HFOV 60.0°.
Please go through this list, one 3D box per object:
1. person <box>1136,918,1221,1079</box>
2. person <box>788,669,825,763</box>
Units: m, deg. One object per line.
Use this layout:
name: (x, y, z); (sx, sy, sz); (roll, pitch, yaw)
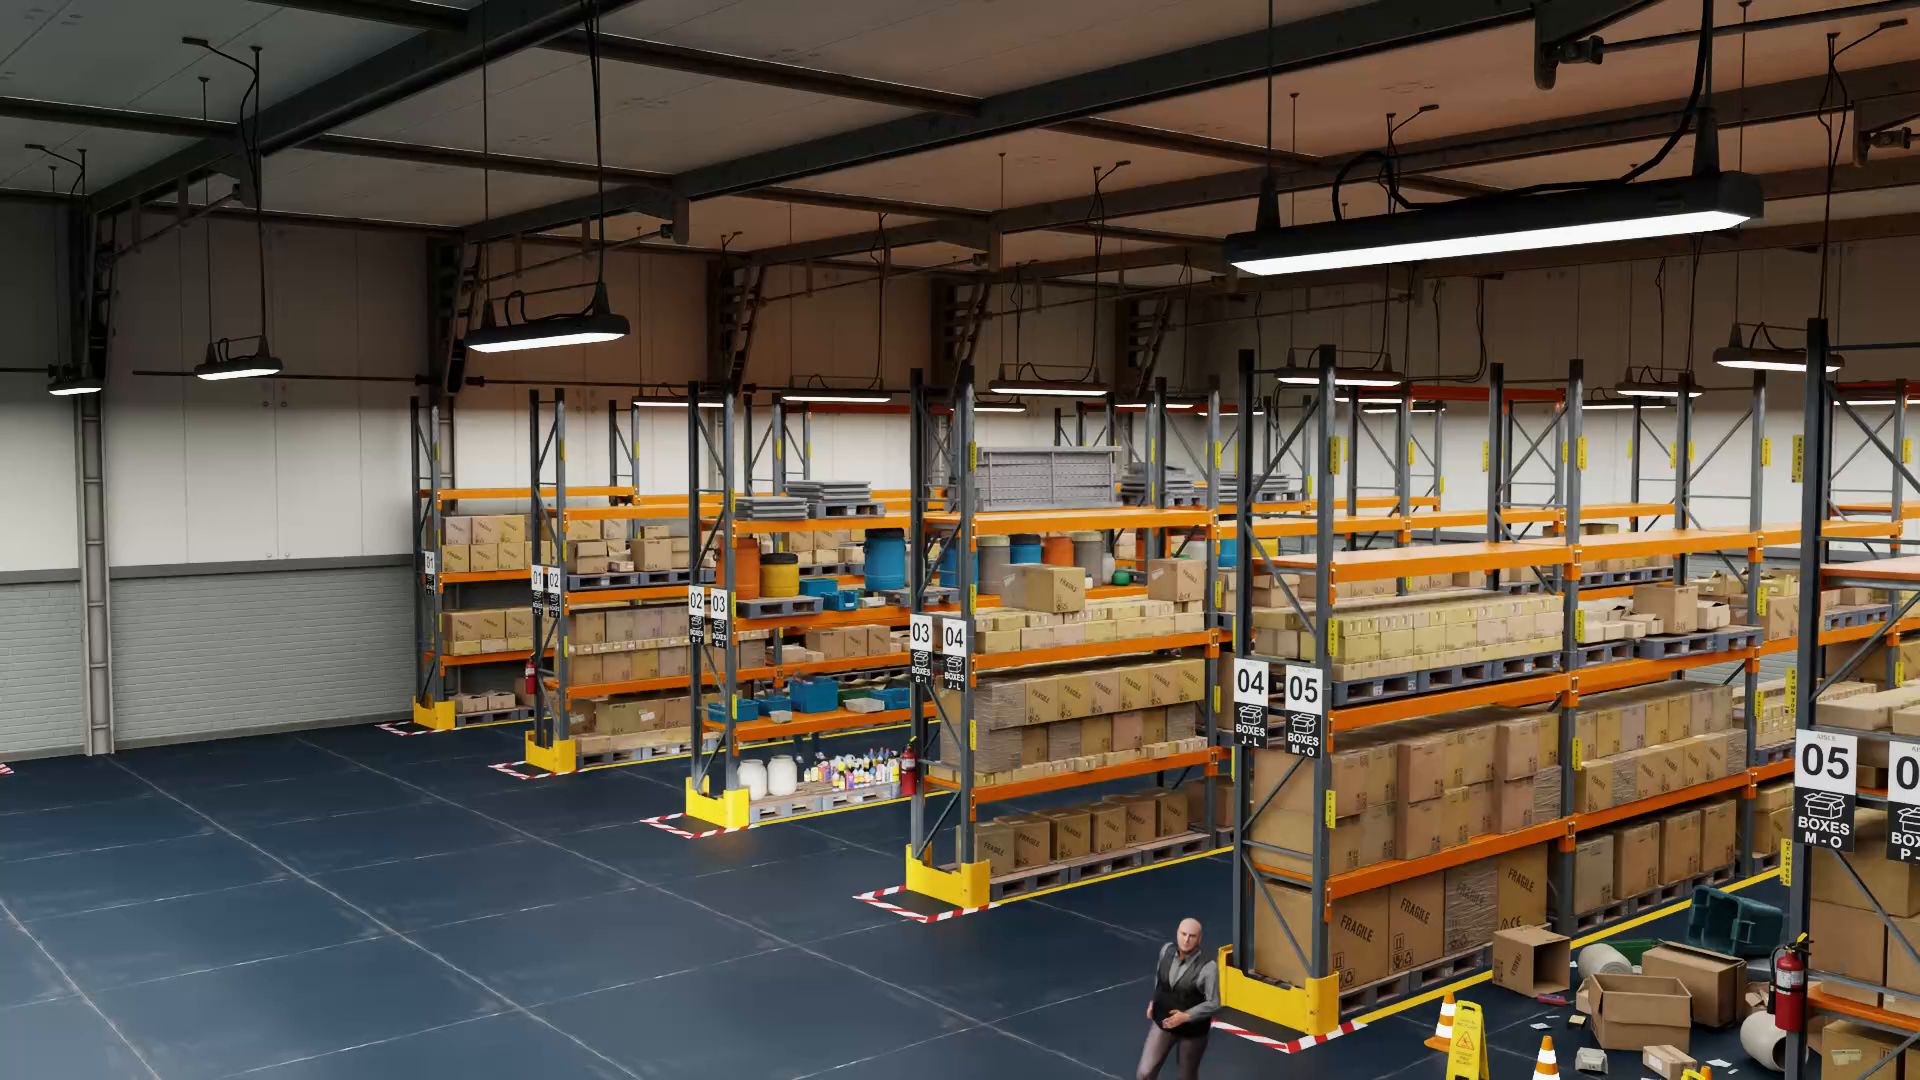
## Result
person: (1.607, 3.579, 12.186); (0.716, 1.693, 0.833); (2, 4, 32)
person: (-2.497, 2.836, 26.865); (0.589, 1.538, 0.748); (0, 3, -1)
